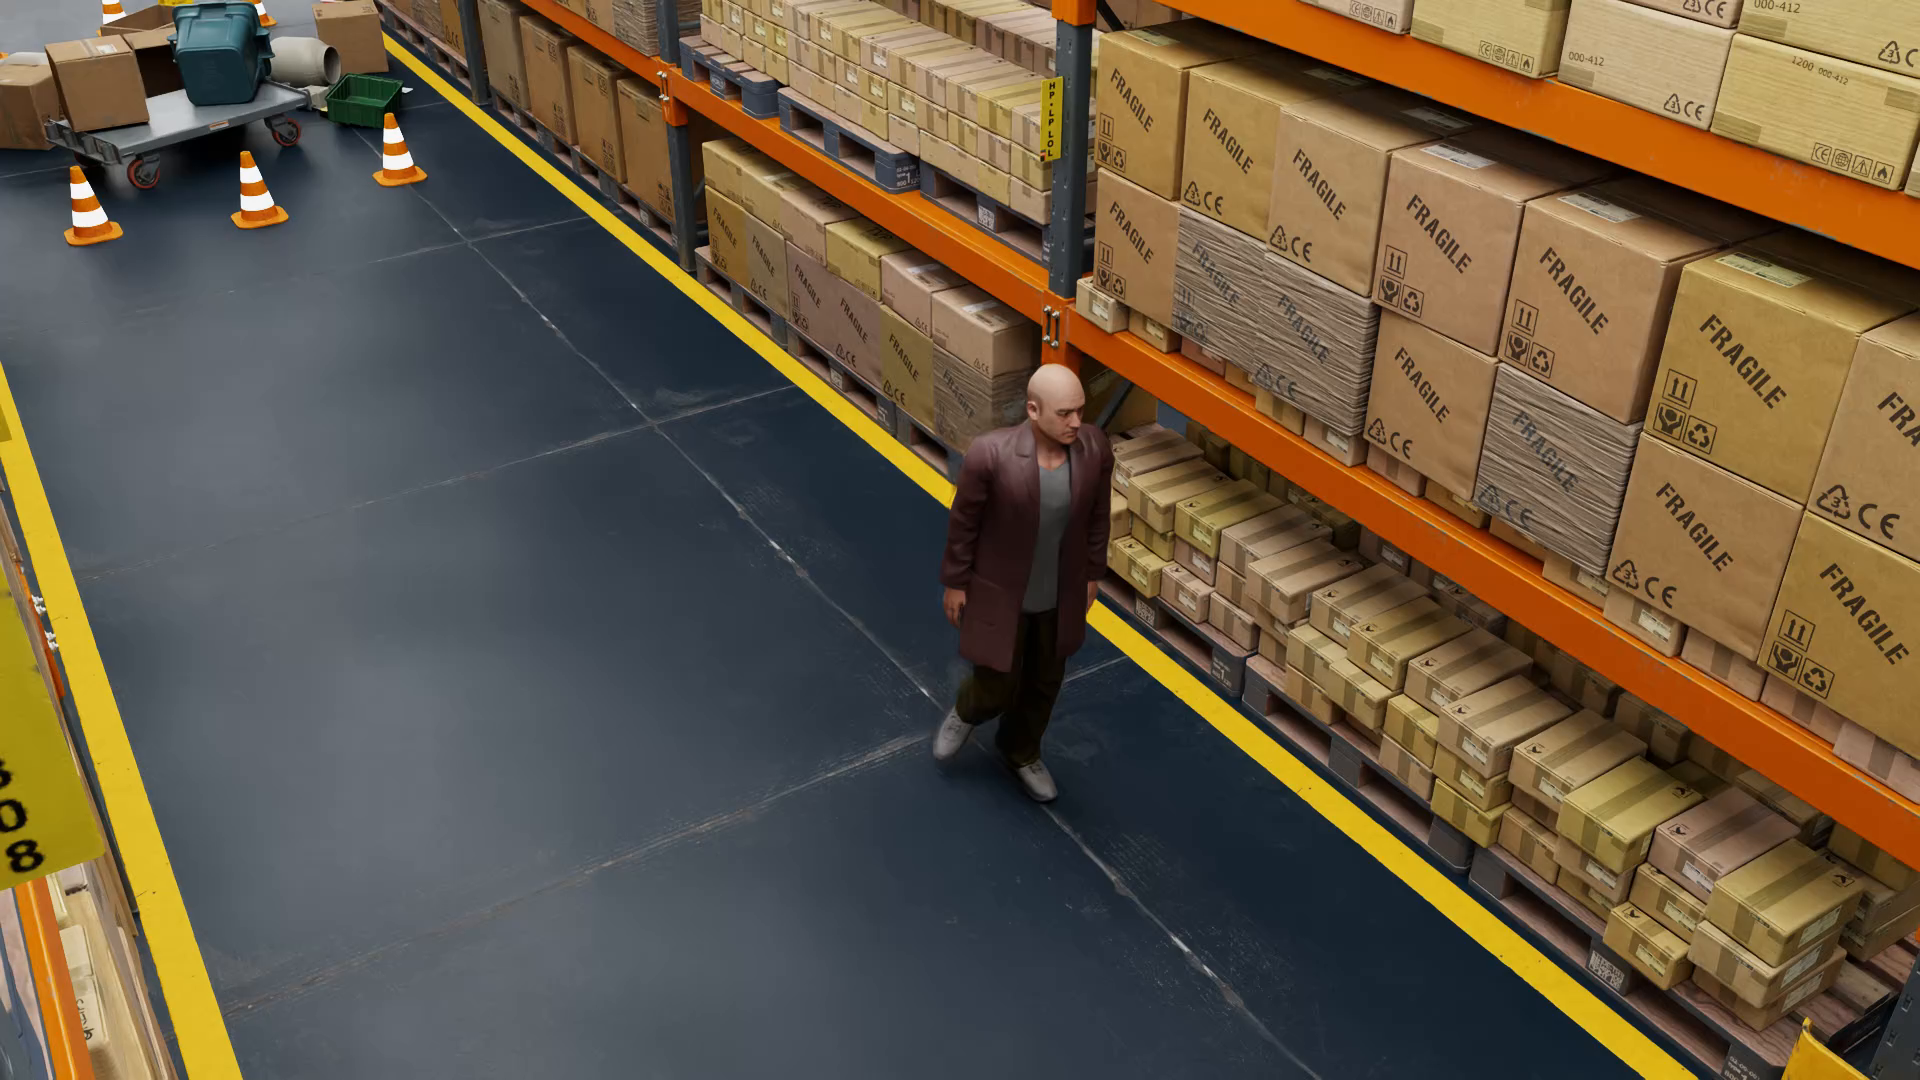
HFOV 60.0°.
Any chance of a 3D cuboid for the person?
[{"bbox_3d":[0.217,0.137,5.917,0.625,1.771,0.580,-11,34,-16],"label":"person"}]
